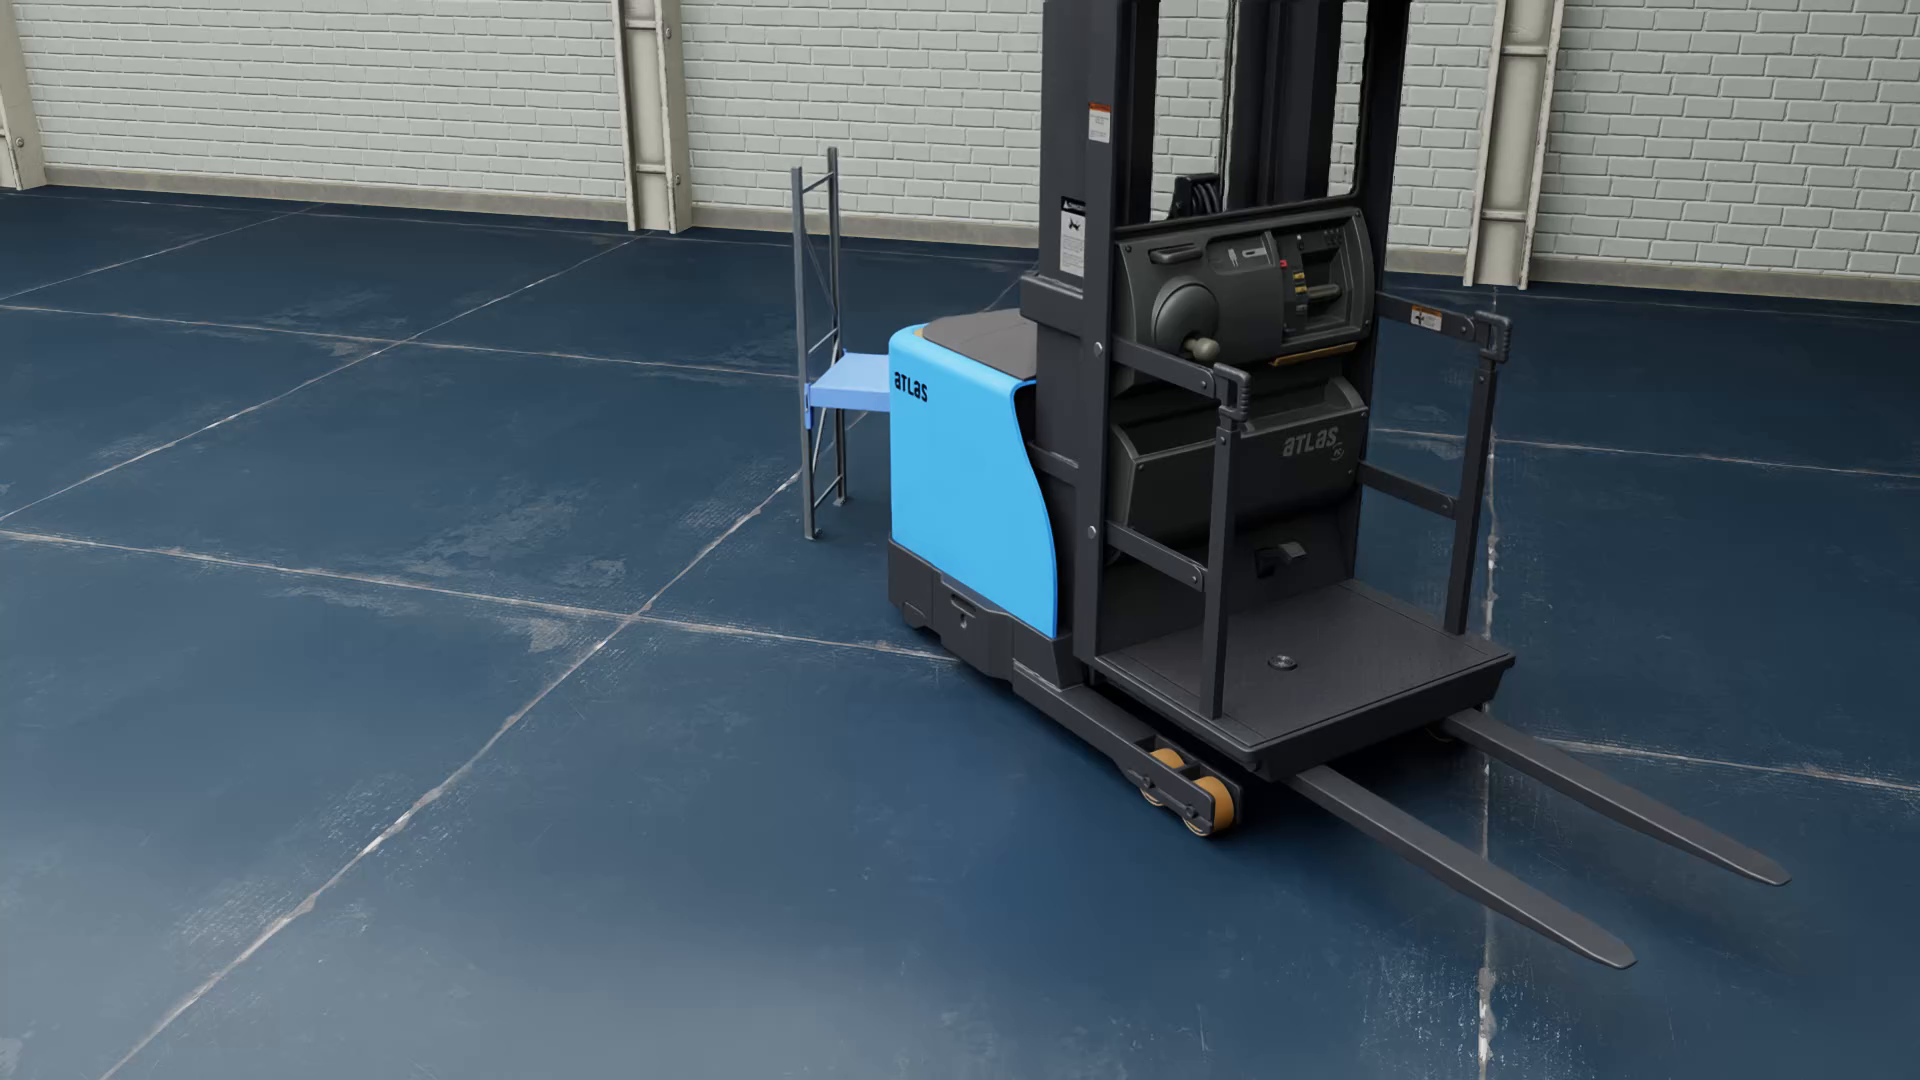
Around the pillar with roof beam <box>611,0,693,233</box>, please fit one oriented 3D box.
[{"bbox_3d":[-3.487,-4.943,6.962,0.400,9.000,9.100,7,23,16],"label":"pillar with roof beam"}]

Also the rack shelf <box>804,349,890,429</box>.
[{"bbox_3d":[-0.066,-0.578,6.677,1.000,0.185,0.538,5,23,12],"label":"rack shelf"}]

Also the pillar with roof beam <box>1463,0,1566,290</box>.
[{"bbox_3d":[2.257,-4.285,5.359,0.400,9.000,9.100,7,23,16],"label":"pillar with roof beam"}]

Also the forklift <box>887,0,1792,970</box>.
[{"bbox_3d":[0.964,-0.721,4.665,1.130,2.935,3.031,-14,26,-30],"label":"forklift"}]

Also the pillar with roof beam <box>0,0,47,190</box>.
[{"bbox_3d":[-9.231,-5.600,8.566,0.400,9.000,9.100,7,23,16],"label":"pillar with roof beam"}]

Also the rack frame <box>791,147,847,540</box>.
[{"bbox_3d":[-0.562,-0.788,6.715,0.032,1.500,0.500,5,23,12],"label":"rack frame"}]

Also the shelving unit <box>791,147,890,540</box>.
[{"bbox_3d":[-0.066,-0.745,6.609,1.048,1.500,0.538,5,23,12],"label":"shelving unit"}]
